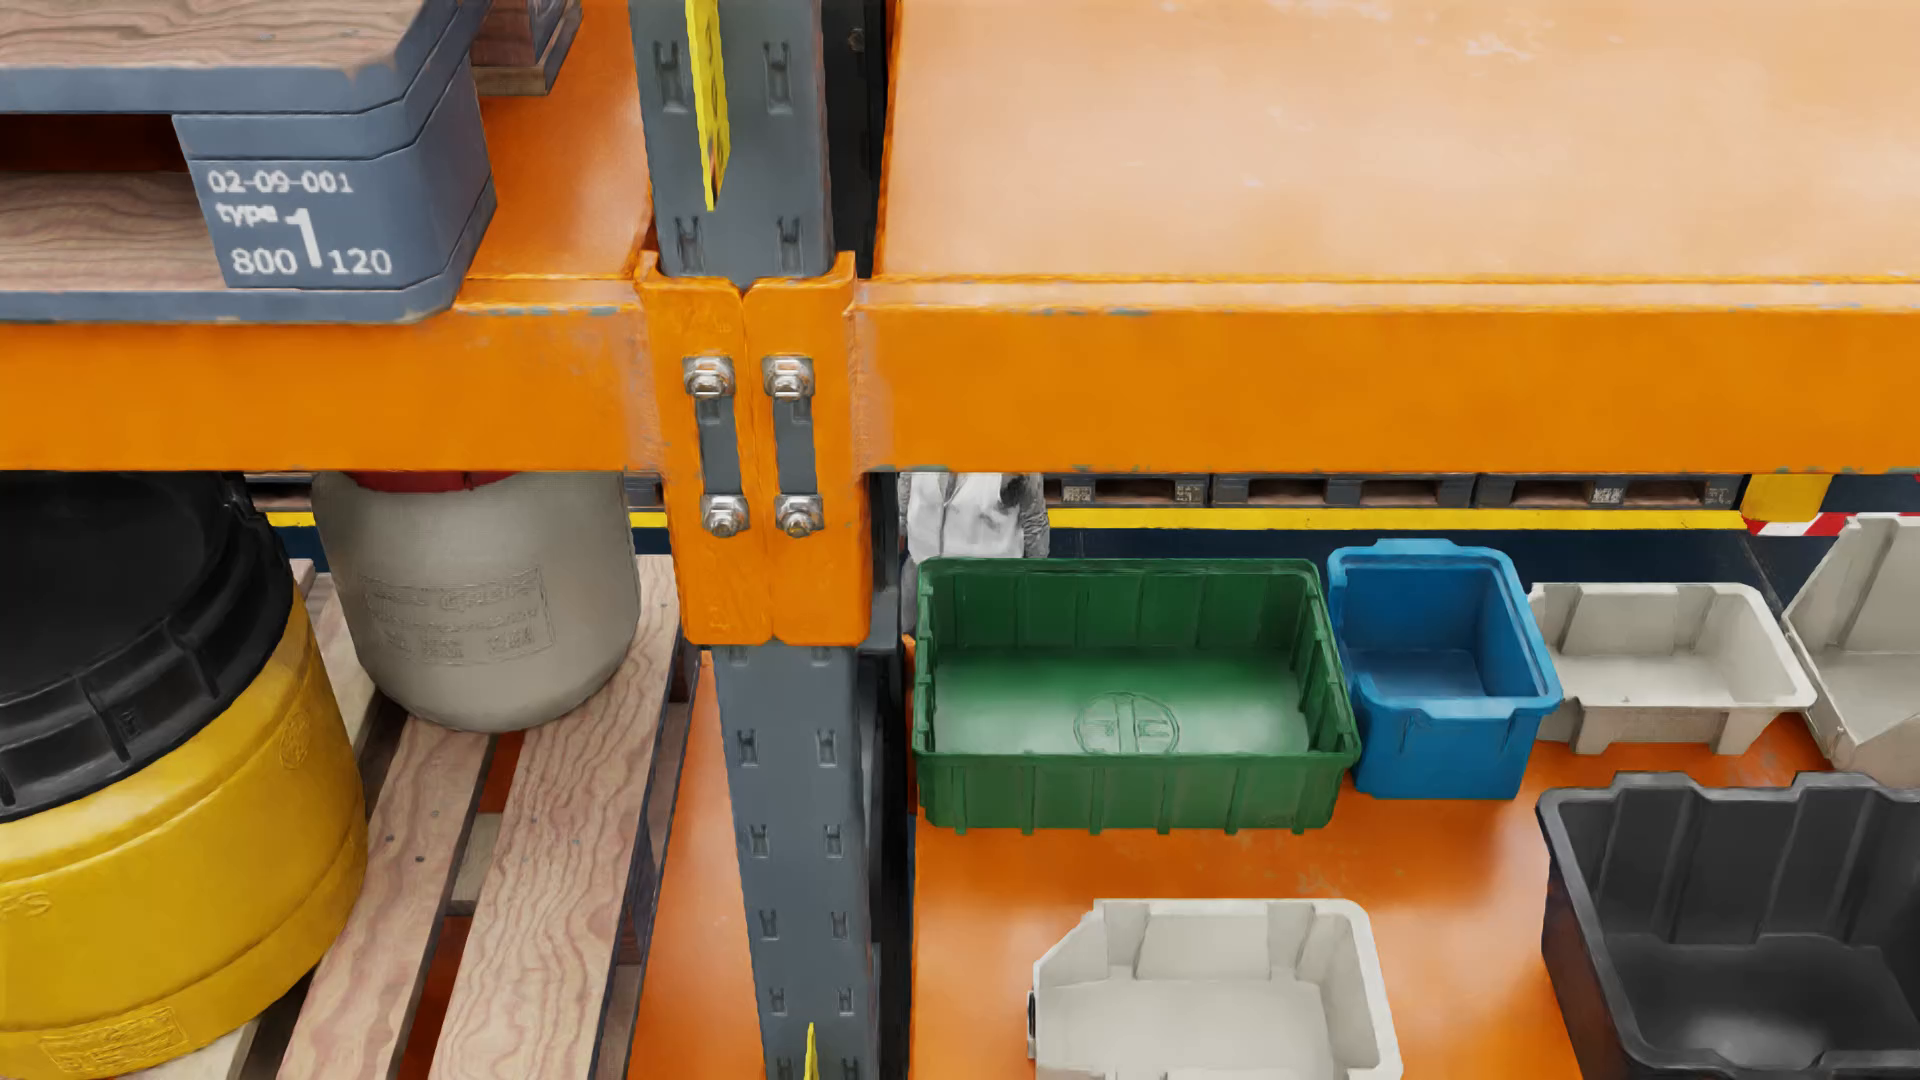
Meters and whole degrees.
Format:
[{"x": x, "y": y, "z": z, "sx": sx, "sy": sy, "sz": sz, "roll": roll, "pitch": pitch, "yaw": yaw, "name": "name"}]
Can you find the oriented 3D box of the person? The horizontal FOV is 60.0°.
[{"x": 0.013, "y": 0.094, "z": 6.131, "sx": 0.516, "sy": 1.480, "sz": 0.436, "roll": 20, "pitch": 43, "yaw": 23, "name": "person"}]
